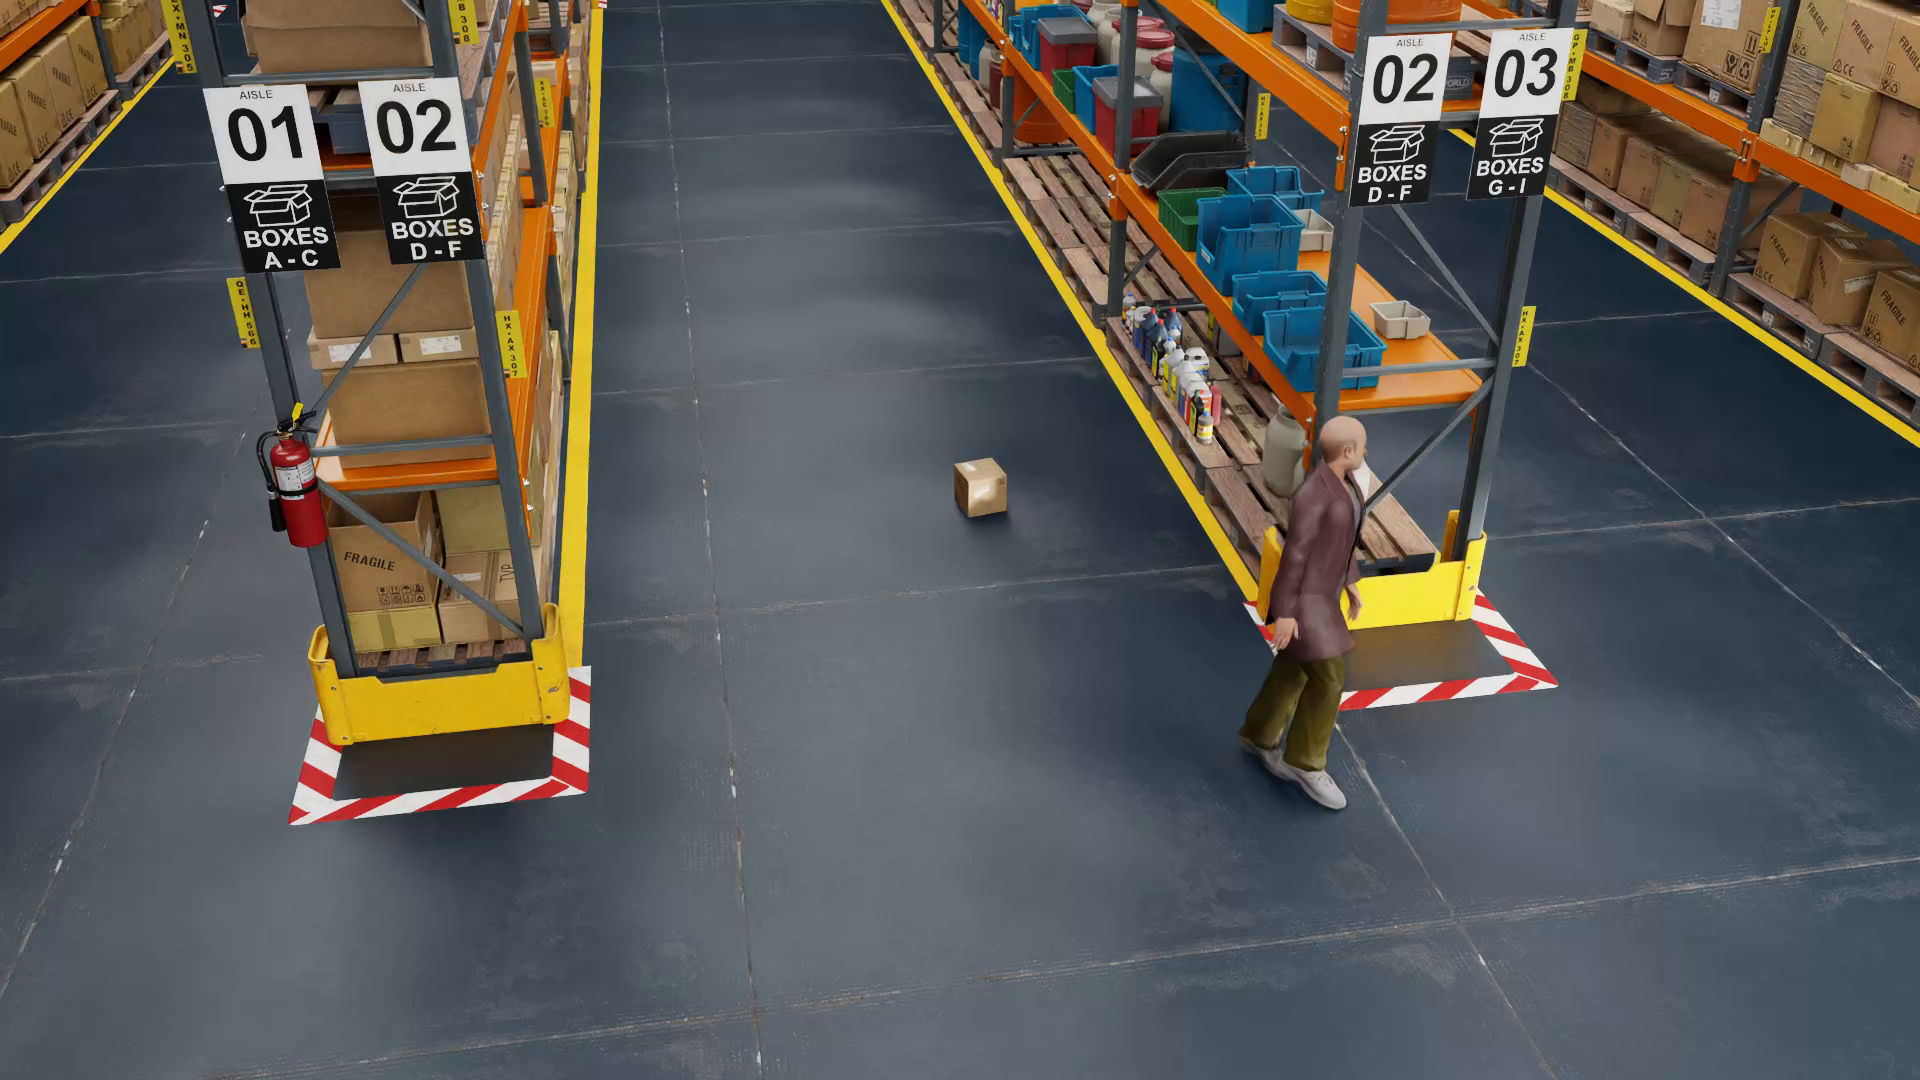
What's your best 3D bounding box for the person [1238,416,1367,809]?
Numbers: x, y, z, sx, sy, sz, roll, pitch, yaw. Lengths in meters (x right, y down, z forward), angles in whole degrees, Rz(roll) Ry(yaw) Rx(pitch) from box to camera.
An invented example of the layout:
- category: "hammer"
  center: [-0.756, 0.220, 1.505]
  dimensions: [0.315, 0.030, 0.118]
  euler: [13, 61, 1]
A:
- category: "person"
  center: [1.659, 0.292, 7.640]
  dimensions: [0.598, 1.781, 0.658]
  euler: [15, 33, 24]
